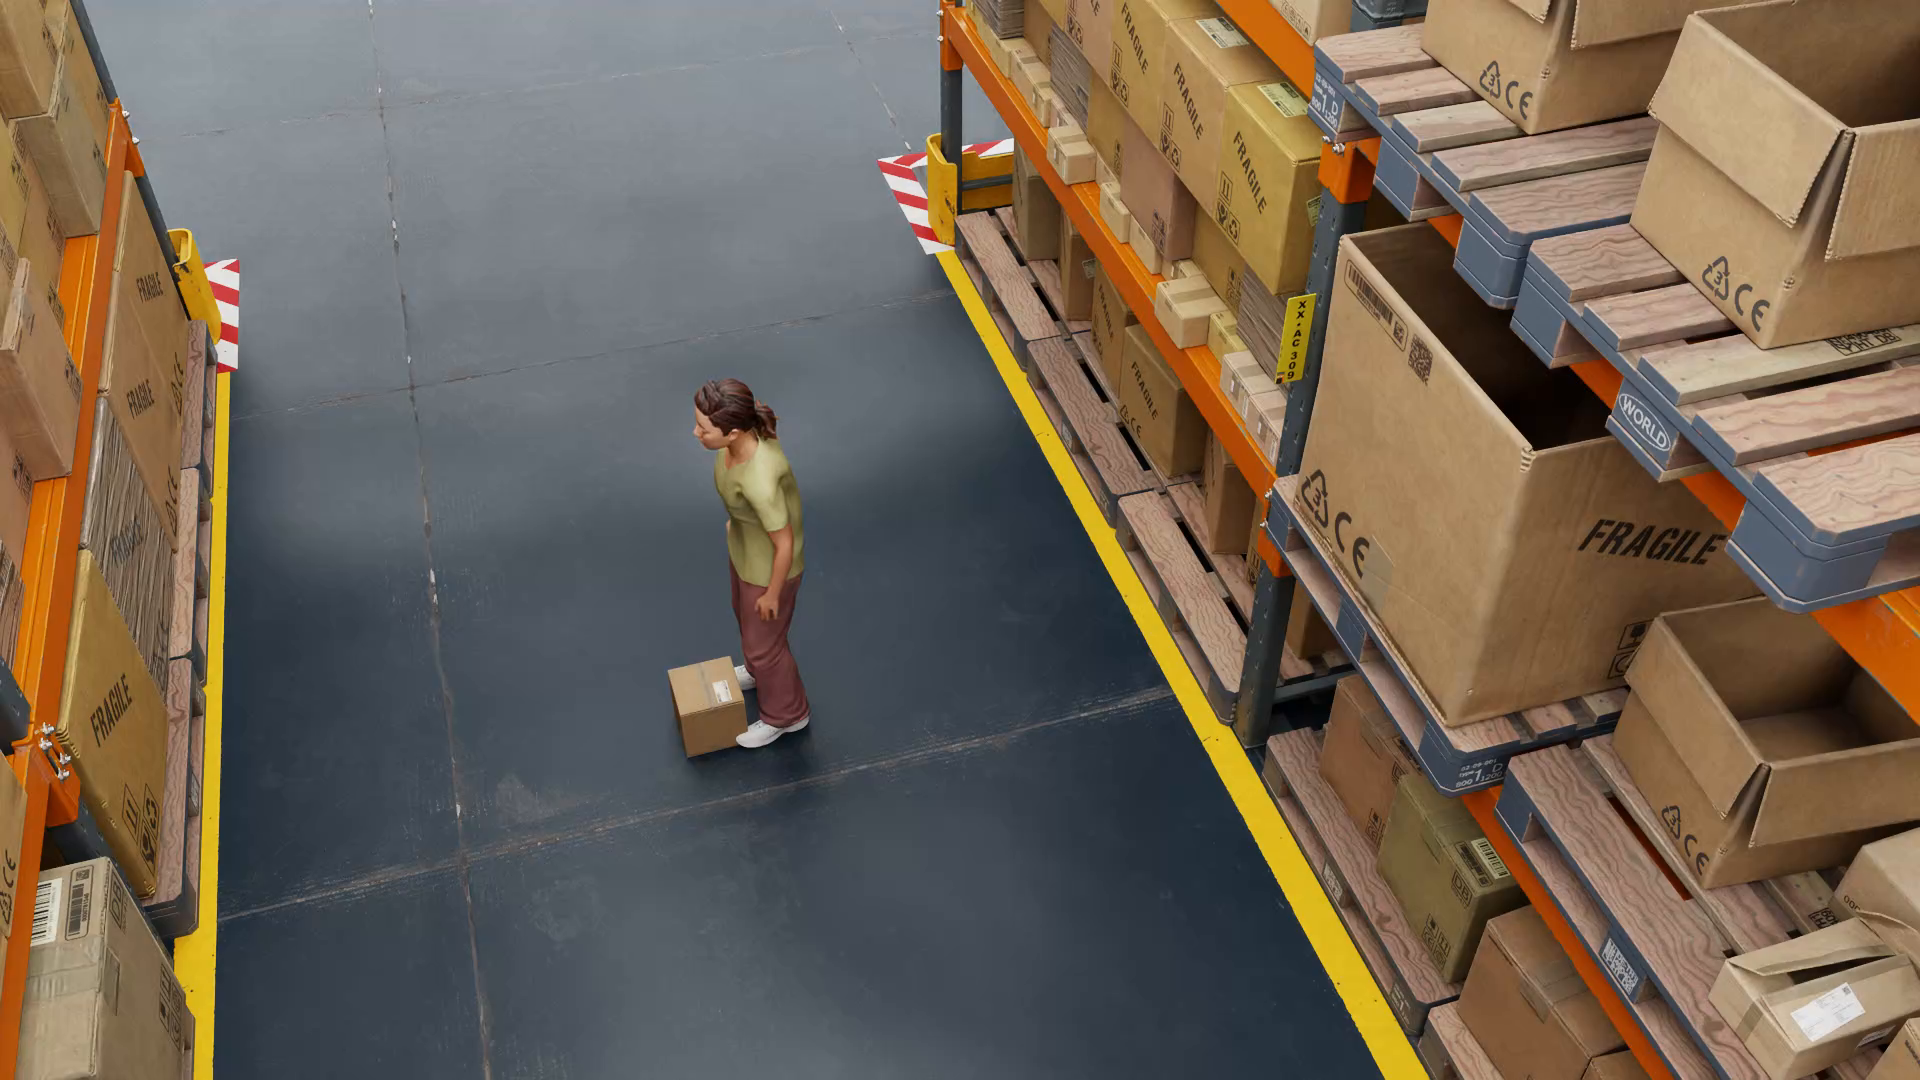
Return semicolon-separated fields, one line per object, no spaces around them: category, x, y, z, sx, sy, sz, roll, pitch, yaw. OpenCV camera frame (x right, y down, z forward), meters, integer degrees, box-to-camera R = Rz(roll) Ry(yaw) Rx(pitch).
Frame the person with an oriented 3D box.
person;-0.749;0.078;6.080;0.357;1.669;0.519;-14;44;-15
